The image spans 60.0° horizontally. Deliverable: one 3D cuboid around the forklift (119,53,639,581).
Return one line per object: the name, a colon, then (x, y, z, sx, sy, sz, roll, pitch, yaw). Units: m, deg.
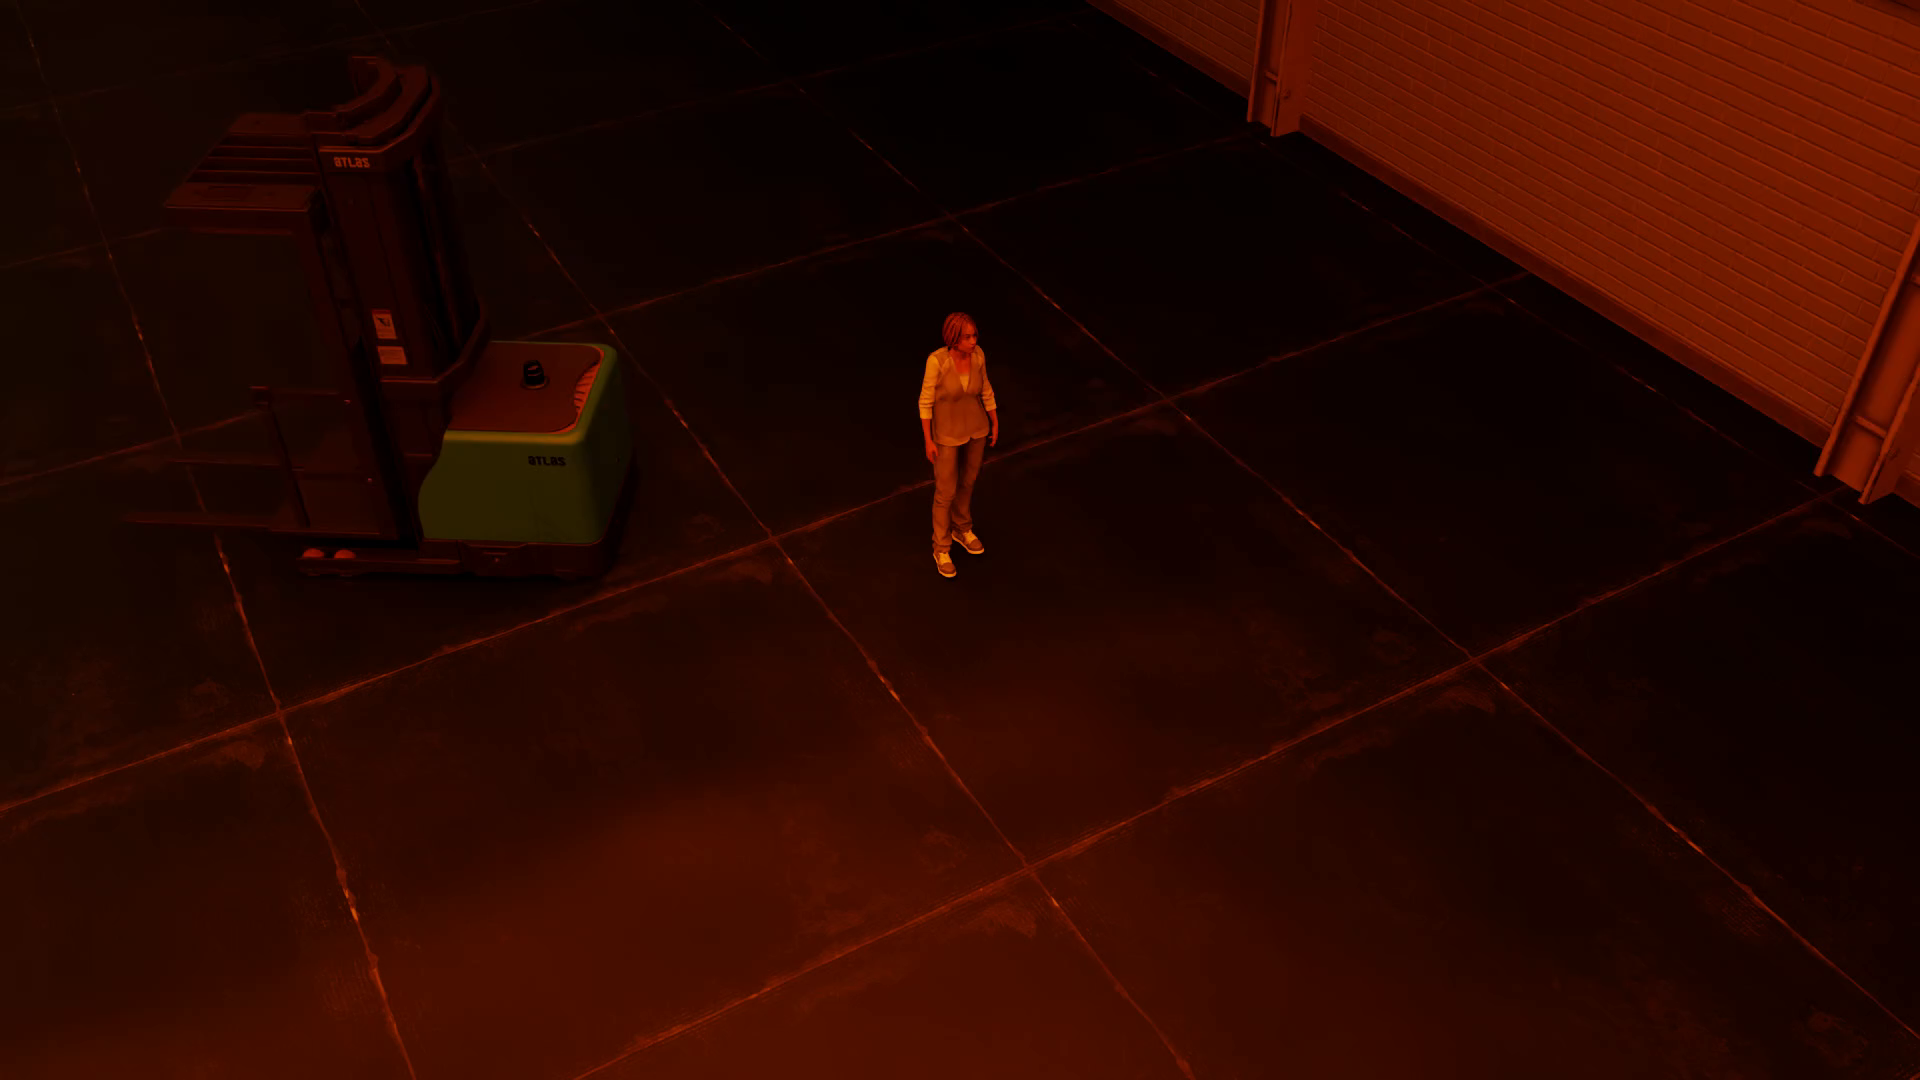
forklift: (-3.596, -1.240, 9.531, 3.031, 2.935, 1.130, 2, 40, 2)

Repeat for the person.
person: (0.024, -0.575, 9.763, 0.520, 1.597, 0.475, -20, 44, -23)
